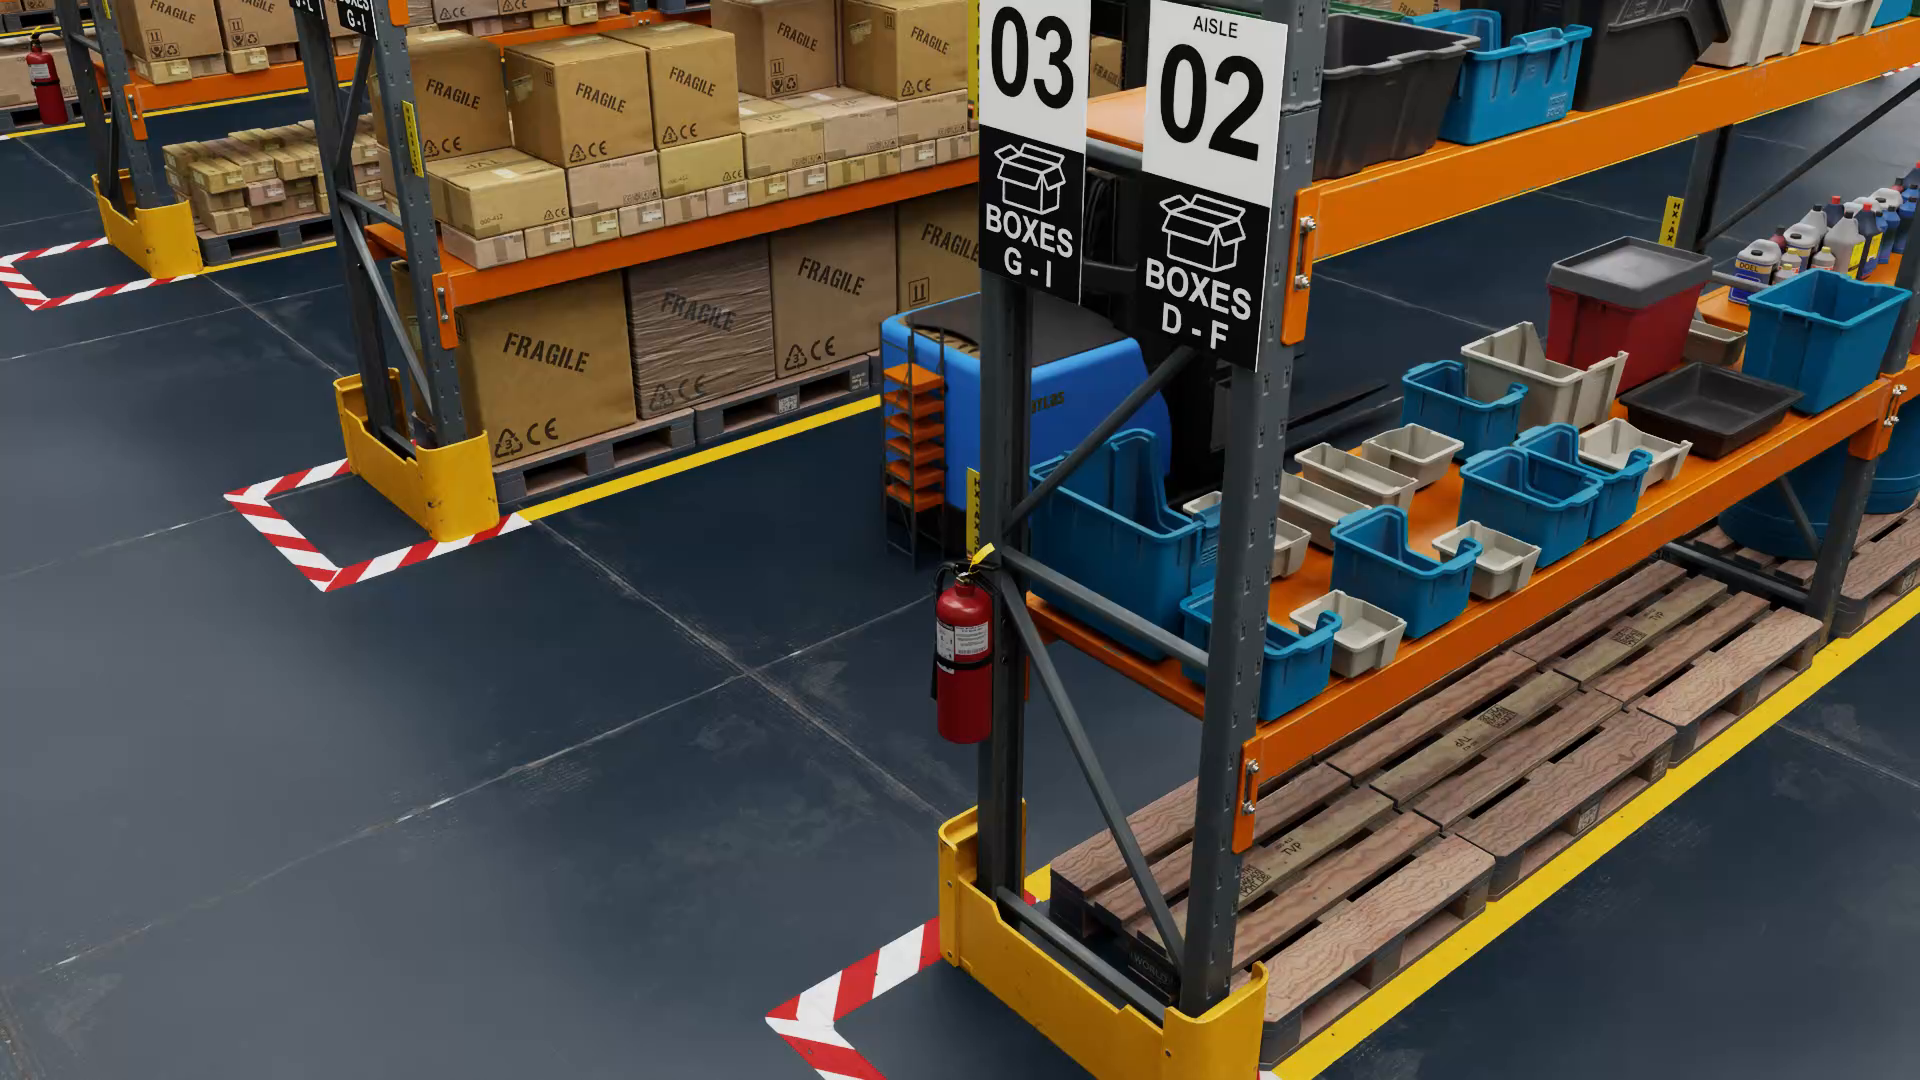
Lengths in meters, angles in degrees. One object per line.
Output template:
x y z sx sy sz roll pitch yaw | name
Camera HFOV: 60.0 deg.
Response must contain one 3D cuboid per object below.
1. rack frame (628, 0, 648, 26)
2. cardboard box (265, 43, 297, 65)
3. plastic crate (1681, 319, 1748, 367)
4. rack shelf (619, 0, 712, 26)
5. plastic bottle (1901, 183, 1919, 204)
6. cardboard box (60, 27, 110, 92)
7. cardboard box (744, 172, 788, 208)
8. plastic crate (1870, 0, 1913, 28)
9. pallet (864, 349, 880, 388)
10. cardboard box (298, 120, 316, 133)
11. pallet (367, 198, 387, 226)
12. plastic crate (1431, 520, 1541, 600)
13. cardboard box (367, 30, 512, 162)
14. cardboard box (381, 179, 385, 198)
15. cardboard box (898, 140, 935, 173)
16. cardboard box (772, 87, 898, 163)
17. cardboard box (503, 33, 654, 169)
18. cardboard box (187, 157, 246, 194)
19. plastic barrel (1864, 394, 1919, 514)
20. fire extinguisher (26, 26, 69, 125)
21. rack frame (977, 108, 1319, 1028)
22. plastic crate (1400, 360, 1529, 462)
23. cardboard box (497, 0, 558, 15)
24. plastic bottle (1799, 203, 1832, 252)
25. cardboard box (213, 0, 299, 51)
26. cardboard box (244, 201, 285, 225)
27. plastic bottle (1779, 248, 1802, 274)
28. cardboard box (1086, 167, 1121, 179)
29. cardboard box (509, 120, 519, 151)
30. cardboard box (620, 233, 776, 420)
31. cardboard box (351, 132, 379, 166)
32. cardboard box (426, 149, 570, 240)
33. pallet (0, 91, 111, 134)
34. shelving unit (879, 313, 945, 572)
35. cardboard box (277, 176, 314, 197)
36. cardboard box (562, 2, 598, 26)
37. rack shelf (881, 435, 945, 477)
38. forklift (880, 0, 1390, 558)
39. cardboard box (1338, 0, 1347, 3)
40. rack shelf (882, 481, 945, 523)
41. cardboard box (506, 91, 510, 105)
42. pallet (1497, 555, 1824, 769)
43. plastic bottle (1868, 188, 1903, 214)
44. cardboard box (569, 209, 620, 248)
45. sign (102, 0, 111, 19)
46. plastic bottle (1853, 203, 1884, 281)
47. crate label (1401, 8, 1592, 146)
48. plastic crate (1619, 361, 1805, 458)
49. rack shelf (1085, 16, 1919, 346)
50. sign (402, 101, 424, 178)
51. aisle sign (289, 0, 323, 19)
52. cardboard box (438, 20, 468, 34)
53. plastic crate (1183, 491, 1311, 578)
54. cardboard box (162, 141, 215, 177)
-2.890 -4.600 13.675 0.127 3.000 1.000 -22 35 -35 | rack frame
-4.959 -3.531 11.942 0.250 0.149 0.380 -20 34 -33 | cardboard box
3.020 -0.833 6.843 0.243 0.136 0.396 -22 35 -35 | plastic crate
-1.369 -4.894 14.989 4.000 0.370 1.077 -22 35 -35 | rack shelf
4.709 -1.637 8.266 0.097 0.271 0.097 0 28 0 | plastic bottle
-8.095 -4.696 16.128 0.875 0.438 0.875 -21 34 -34 | cardboard box
-1.137 -1.917 8.922 0.250 0.149 0.380 -23 36 -36 | cardboard box
2.982 -1.871 5.563 0.300 0.233 0.416 -22 35 -35 | plastic crate
-0.377 -1.356 10.563 1.213 0.211 1.003 -22 35 -35 | pallet
-4.945 -3.159 12.926 0.250 0.149 0.380 -20 34 -33 | cardboard box
-4.307 -2.777 13.222 1.213 0.211 1.003 -22 35 -35 | pallet
1.639 0.066 5.161 0.298 0.136 0.250 -22 35 -35 | plastic crate
-2.591 -2.206 8.243 0.500 0.500 0.500 -21 35 -34 | cardboard box
-4.352 -2.733 12.762 0.250 0.149 0.380 -24 36 -37 | cardboard box
-0.354 -2.233 9.512 0.250 0.149 0.380 -21 35 -34 | cardboard box
-0.694 -2.311 9.235 0.500 0.250 0.500 -21 35 -34 | cardboard box
-1.870 -2.165 8.167 0.500 0.500 0.500 -23 36 -36 | cardboard box
-5.314 -2.605 11.890 0.250 0.149 0.380 -24 36 -37 | cardboard box
4.431 -0.651 8.067 0.708 0.901 0.600 -22 35 -35 | plastic barrel
-6.424 -3.266 11.656 0.183 0.674 0.296 -22 35 -35 | fire extinguisher
0.424 0.209 4.676 0.127 3.000 1.000 -22 35 -35 | rack frame
1.820 -0.464 6.049 0.300 0.233 0.416 -22 35 -35 | plastic crate
-3.470 -4.367 12.818 0.500 0.500 0.500 -23 36 -36 | cardboard box
3.954 -1.391 7.723 0.185 0.351 0.144 -22 35 -35 | plastic bottle
-5.022 -3.763 11.686 0.500 0.500 0.500 -22 35 -35 | cardboard box
-5.181 -2.459 12.248 0.250 0.149 0.380 -22 35 -35 | cardboard box
3.768 -1.228 7.575 0.097 0.201 0.097 0 28 0 | plastic bottle
0.726 -2.241 11.070 0.875 0.875 1.225 -22 35 -35 | cardboard box
-2.208 -2.030 8.710 0.500 0.250 0.500 -23 35 -36 | cardboard box
-1.663 -1.318 9.342 0.875 0.875 0.875 -22 35 -35 | cardboard box
-4.555 -2.950 12.536 0.250 0.149 0.380 -20 34 -33 | cardboard box
-2.250 -1.682 8.058 0.500 0.250 0.500 -23 36 -36 | cardboard box
-8.665 -4.163 15.816 1.213 0.211 1.003 -22 35 -35 | pallet
-0.222 -0.446 7.812 0.189 1.200 0.258 -21 35 -34 | shelving unit
-4.994 -2.674 12.334 0.250 0.149 0.380 -21 35 -34 | cardboard box
-3.081 -4.200 13.193 0.250 0.149 0.380 -23 36 -36 | cardboard box
-0.222 -0.407 7.833 0.180 0.103 0.258 -21 35 -34 | rack shelf
1.064 -1.669 8.263 3.031 2.935 1.130 -21 35 -34 | forklift
2.305 -3.508 11.525 0.500 0.500 0.500 -23 36 -36 | cardboard box
-0.222 -0.195 7.946 0.180 0.103 0.258 -21 35 -34 | rack shelf
-3.695 -3.601 13.753 0.250 0.149 0.380 -22 35 -36 | cardboard box
2.933 0.454 7.176 1.213 0.211 1.003 -22 35 -35 | pallet
4.497 -1.574 8.145 0.135 0.276 0.152 -22 35 -35 | plastic bottle
-1.918 -1.604 8.335 0.250 0.149 0.380 -23 36 -36 | cardboard box
-5.581 -3.563 10.817 0.005 0.325 0.100 -22 35 -35 | sign
4.188 -1.396 7.732 0.185 0.351 0.144 -22 35 -35 | plastic bottle
1.336 -1.215 4.315 0.502 0.251 0.408 -22 35 -35 | crate label
2.790 -0.481 6.195 0.590 0.125 0.437 -22 35 -35 | plastic crate
1.945 -1.408 5.283 4.000 0.370 1.077 -22 35 -35 | rack shelf
-2.435 -1.783 7.401 0.005 0.325 0.100 -22 35 -35 | sign
-3.040 -2.799 7.547 0.004 0.787 0.394 -22 35 -35 | aisle sign
-3.950 -3.917 12.663 0.250 0.149 0.380 -23 35 -36 | cardboard box
0.927 -0.015 5.312 0.243 0.136 0.396 -22 35 -35 | plastic crate
-5.695 -2.819 12.291 0.250 0.149 0.380 -21 35 -34 | cardboard box
